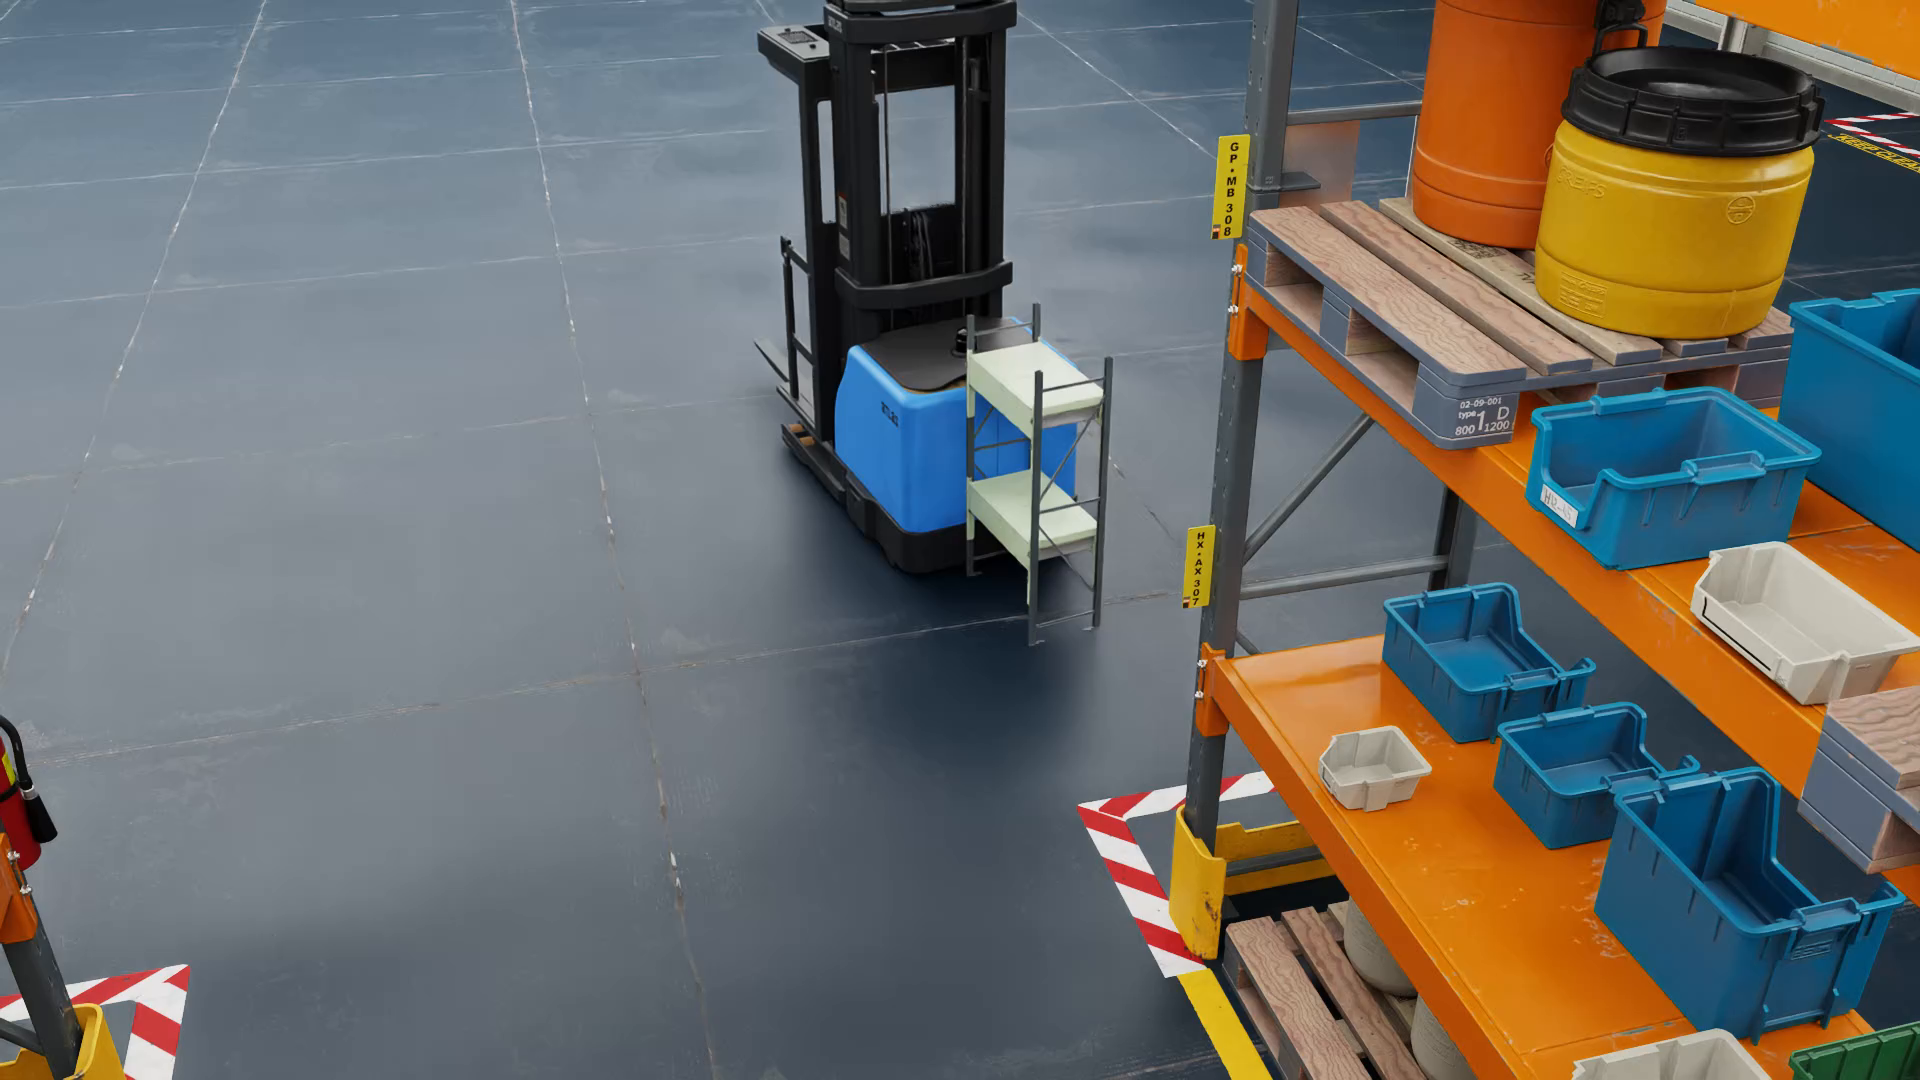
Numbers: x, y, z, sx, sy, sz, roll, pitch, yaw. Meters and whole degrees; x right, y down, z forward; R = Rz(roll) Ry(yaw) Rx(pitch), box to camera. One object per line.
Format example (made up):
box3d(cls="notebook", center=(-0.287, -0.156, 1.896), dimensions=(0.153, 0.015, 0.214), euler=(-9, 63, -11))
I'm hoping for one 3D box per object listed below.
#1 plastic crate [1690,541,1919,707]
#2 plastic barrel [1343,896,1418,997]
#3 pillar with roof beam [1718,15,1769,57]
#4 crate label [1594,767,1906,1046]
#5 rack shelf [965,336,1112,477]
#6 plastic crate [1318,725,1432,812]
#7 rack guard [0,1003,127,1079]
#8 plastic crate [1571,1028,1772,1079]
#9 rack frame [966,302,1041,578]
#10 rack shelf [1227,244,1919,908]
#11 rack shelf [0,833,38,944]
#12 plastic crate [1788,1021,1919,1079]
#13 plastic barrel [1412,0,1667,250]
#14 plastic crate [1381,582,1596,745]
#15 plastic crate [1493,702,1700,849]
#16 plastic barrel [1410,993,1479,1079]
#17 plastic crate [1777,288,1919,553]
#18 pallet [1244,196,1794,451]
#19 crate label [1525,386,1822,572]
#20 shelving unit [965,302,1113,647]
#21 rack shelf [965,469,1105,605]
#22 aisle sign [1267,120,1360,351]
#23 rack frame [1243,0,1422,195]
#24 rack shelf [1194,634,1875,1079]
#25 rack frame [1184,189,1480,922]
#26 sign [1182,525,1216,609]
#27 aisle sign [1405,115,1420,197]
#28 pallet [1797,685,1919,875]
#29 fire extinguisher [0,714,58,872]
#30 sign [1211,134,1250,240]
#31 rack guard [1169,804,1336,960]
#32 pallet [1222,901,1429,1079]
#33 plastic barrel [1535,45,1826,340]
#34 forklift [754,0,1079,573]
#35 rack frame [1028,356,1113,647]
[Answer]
box3d(cls="plastic crate", center=(1.612, 0.171, 3.230), dimensions=(0.243, 0.136, 0.396), euler=(-8, 31, -13))
box3d(cls="plastic barrel", center=(1.614, 1.347, 5.993), dimensions=(0.421, 0.512, 0.421), euler=(0, 30, 0))
box3d(cls="pillar with roof beam", center=(4.602, -8.770, 15.418), dimensions=(9.100, 9.000, 0.400), euler=(-8, 31, -13))
box3d(cls="crate label", center=(2.115, 0.982, 4.524), dimensions=(0.502, 0.435, 0.616), euler=(-8, 31, -13))
box3d(cls="rack shelf", center=(0.372, -0.665, 8.122), dimensions=(0.431, 0.370, 0.720), euler=(-13, 33, -21))
box3d(cls="plastic crate", center=(1.293, 0.733, 5.252), dimensions=(0.298, 0.136, 0.250), euler=(-8, 31, -13))
box3d(cls="rack guard", center=(-3.389, 1.921, 5.431), dimensions=(1.175, 0.500, 0.348), euler=(-8, 31, -13))
box3d(cls="plastic crate", center=(1.753, 1.440, 4.031), dimensions=(0.530, 0.136, 0.437), euler=(-8, 31, -13))
box3d(cls="rack frame", center=(0.217, -0.493, 8.605), dimensions=(0.400, 1.500, 0.023), euler=(-13, 33, -21))
box3d(cls="rack shelf", center=(1.897, 0.123, 3.766), dimensions=(1.077, 0.370, 4.000), euler=(-8, 31, -13))
box3d(cls="rack shelf", center=(-2.878, 2.080, 3.380), dimensions=(1.077, 0.370, 4.000), euler=(-8, 31, -13))
box3d(cls="plastic crate", center=(2.340, 1.475, 3.919), dimensions=(0.450, 0.188, 0.662), euler=(-8, 31, -13))
box3d(cls="plastic barrel", center=(1.618, -1.304, 4.666), dimensions=(0.600, 0.830, 0.708), euler=(-8, 31, -13))
box3d(cls="plastic crate", center=(1.787, 0.411, 5.695), dimensions=(0.499, 0.251, 0.616), euler=(-8, 31, -13))
box3d(cls="plastic crate", center=(1.954, 0.725, 5.151), dimensions=(0.499, 0.251, 0.408), euler=(-8, 31, -13))
box3d(cls="plastic barrel", center=(1.748, 1.589, 5.574), dimensions=(0.421, 0.512, 0.421), euler=(0, 30, 0))
box3d(cls="plastic crate", center=(2.163, -0.266, 3.737), dimensions=(0.392, 0.384, 0.575), euler=(-8, 31, -13))
box3d(cls="pallet", center=(1.491, -0.660, 4.589), dimensions=(1.003, 0.211, 1.213), euler=(-8, 31, -13))
box3d(cls="crate label", center=(1.544, -0.142, 3.654), dimensions=(0.502, 0.251, 0.408), euler=(-8, 31, -13))
box3d(cls="shelving unit", center=(0.372, -0.327, 8.318), dimensions=(0.431, 1.500, 0.755), euler=(-13, 33, -21))
box3d(cls="rack shelf", center=(0.372, -0.045, 8.481), dimensions=(0.431, 0.370, 0.720), euler=(-13, 33, -21))
box3d(cls="aisle sign", center=(1.065, -0.977, 5.348), dimensions=(0.394, 0.787, 0.004), euler=(-8, 31, -13))
box3d(cls="rack frame", center=(1.366, -2.452, 4.503), dimensions=(1.000, 3.000, 0.127), euler=(-8, 31, -13))
box3d(cls="rack shelf", center=(1.897, 1.422, 4.518), dimensions=(1.077, 0.370, 4.000), euler=(-8, 31, -13))
box3d(cls="rack frame", center=(1.366, 0.144, 6.006), dimensions=(1.000, 3.000, 0.127), euler=(-8, 31, -13))
box3d(cls="sign", center=(0.835, 0.096, 5.814), dimensions=(0.100, 0.325, 0.005), euler=(-8, 31, -13))
box3d(cls="aisle sign", center=(1.633, -1.055, 5.483), dimensions=(0.394, 0.787, 0.004), euler=(-8, 31, -13))
box3d(cls="pallet", center=(2.142, 0.524, 2.544), dimensions=(1.213, 0.211, 1.003), euler=(-8, 31, -13))
box3d(cls="fire extinguisher", center=(-2.995, 0.720, 5.089), dimensions=(0.296, 0.674, 0.183), euler=(-8, 31, -13))
box3d(cls="sign", center=(0.835, -1.087, 5.130), dimensions=(0.100, 0.325, 0.005), euler=(-8, 31, -13))
box3d(cls="rack guard", center=(1.432, 1.257, 6.580), dimensions=(1.175, 0.500, 0.348), euler=(-8, 31, -13))
box3d(cls="pallet", center=(1.642, 1.775, 5.973), dimensions=(1.003, 0.211, 1.213), euler=(-8, 31, -13))
box3d(cls="plastic barrel", center=(1.791, -0.883, 4.180), dimensions=(0.600, 0.588, 0.600), euler=(0, 30, 0))
box3d(cls="forklift", center=(-0.437, -1.809, 9.450), dimensions=(1.130, 2.935, 3.031), euler=(-13, 33, -21))
box3d(cls="rack frame", center=(0.526, -0.161, 8.031), dimensions=(0.400, 1.500, 0.023), euler=(-13, 33, -21))
